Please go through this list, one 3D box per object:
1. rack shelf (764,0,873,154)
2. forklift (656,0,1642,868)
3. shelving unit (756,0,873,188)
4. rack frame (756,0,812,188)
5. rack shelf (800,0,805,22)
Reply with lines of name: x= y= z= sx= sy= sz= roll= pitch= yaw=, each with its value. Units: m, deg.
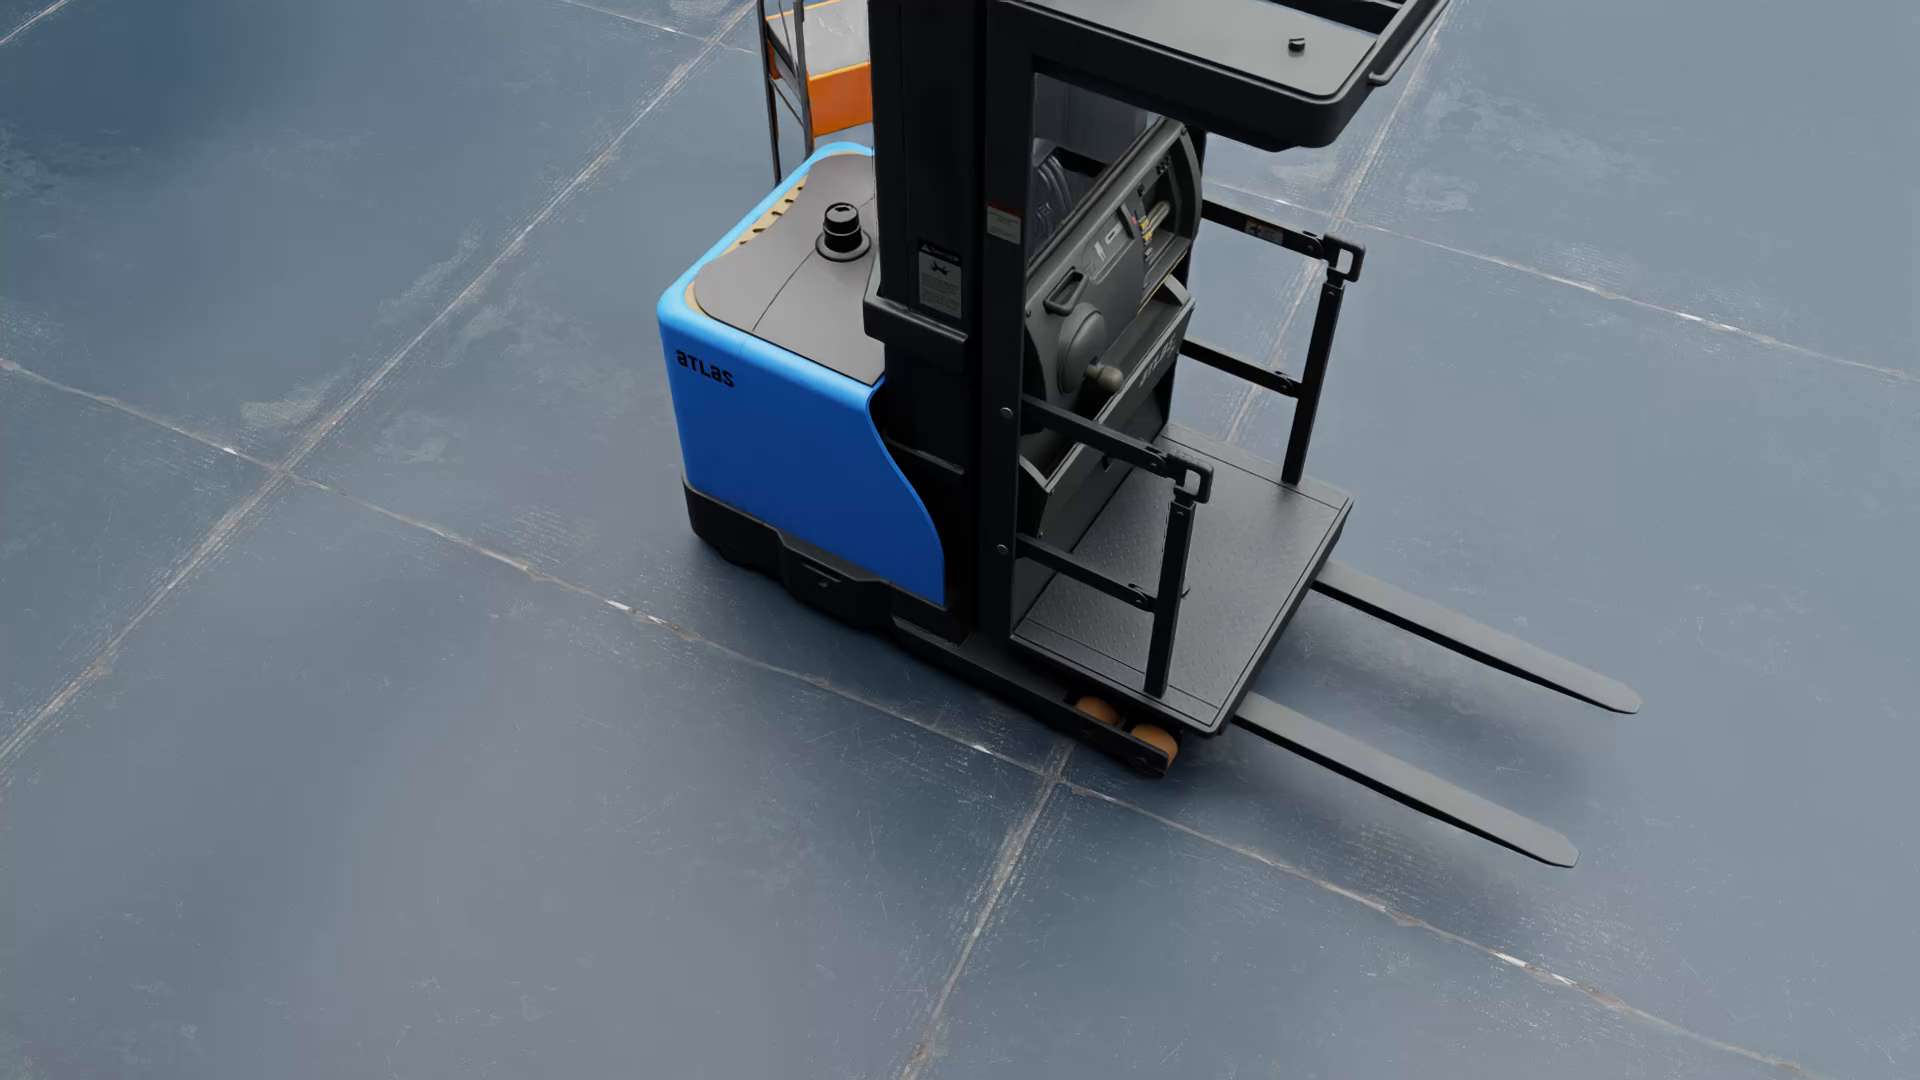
rack shelf: x=-0.365 y=-1.549 z=5.707 sx=0.480 sy=0.518 sz=0.431 roll=-20 pitch=53 yaw=-16
forklift: x=0.601 y=-0.696 z=4.418 sx=3.031 sy=2.935 sz=1.130 roll=25 pitch=54 yaw=20
shelving unit: x=-0.365 y=-1.558 z=5.697 sx=0.503 sy=2.100 sz=0.431 roll=-20 pitch=53 yaw=-16
rack frame: x=-0.585 y=-1.477 z=5.628 sx=0.015 sy=2.100 sz=0.400 roll=-20 pitch=53 yaw=-16
rack shelf: x=-0.365 y=-2.003 z=5.174 sx=0.480 sy=0.518 sz=0.431 roll=-20 pitch=53 yaw=-16
